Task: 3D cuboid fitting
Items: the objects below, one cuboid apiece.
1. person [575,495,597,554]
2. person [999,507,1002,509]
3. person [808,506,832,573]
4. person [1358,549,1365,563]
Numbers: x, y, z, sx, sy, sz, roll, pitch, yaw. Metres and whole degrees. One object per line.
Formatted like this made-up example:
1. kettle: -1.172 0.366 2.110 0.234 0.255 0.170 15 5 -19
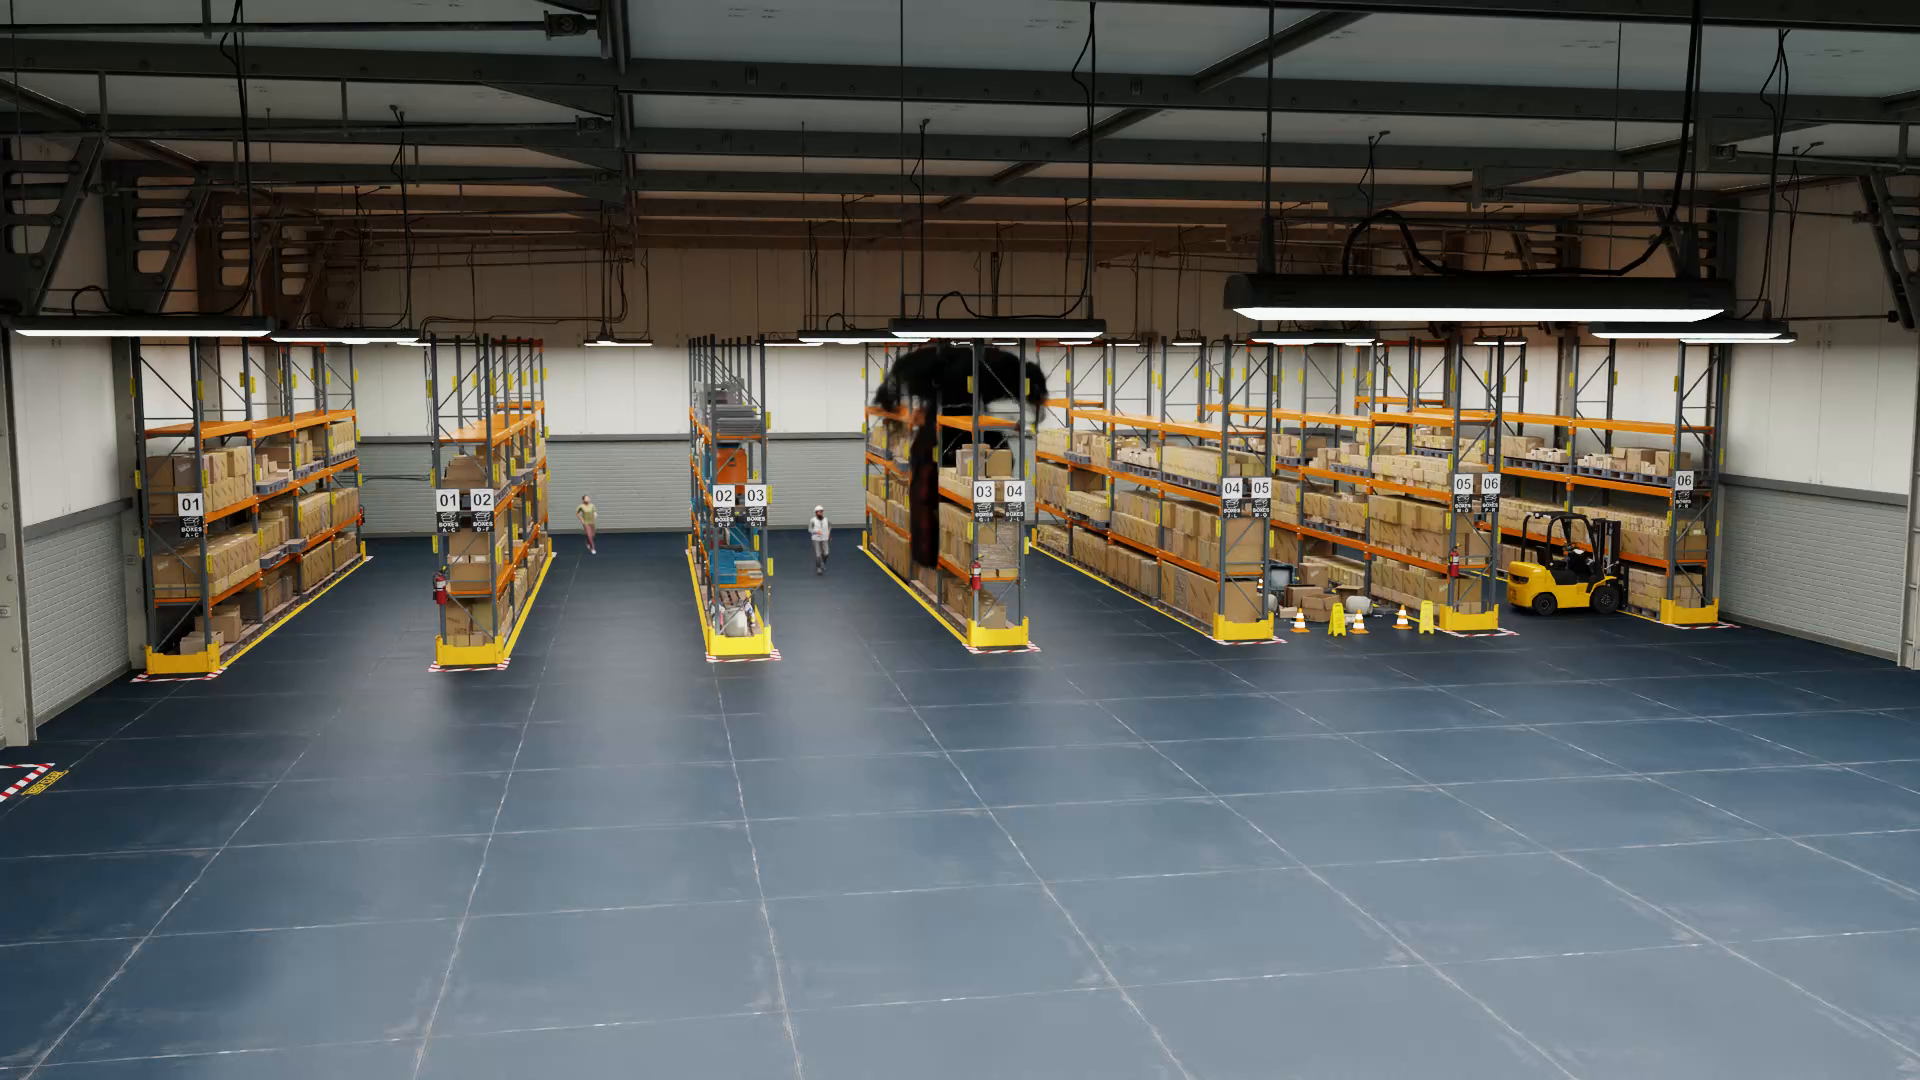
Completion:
1. person: -10.522 -0.447 46.839 0.577 1.641 0.800 -4 8 -34
2. person: 0.995 -0.542 48.246 0.568 1.555 0.699 2 7 18
3. person: -3.545 -0.005 42.440 0.643 1.732 0.603 -2 7 -17
4. person: 10.411 -0.053 42.868 0.677 1.793 0.683 -2 7 -13
